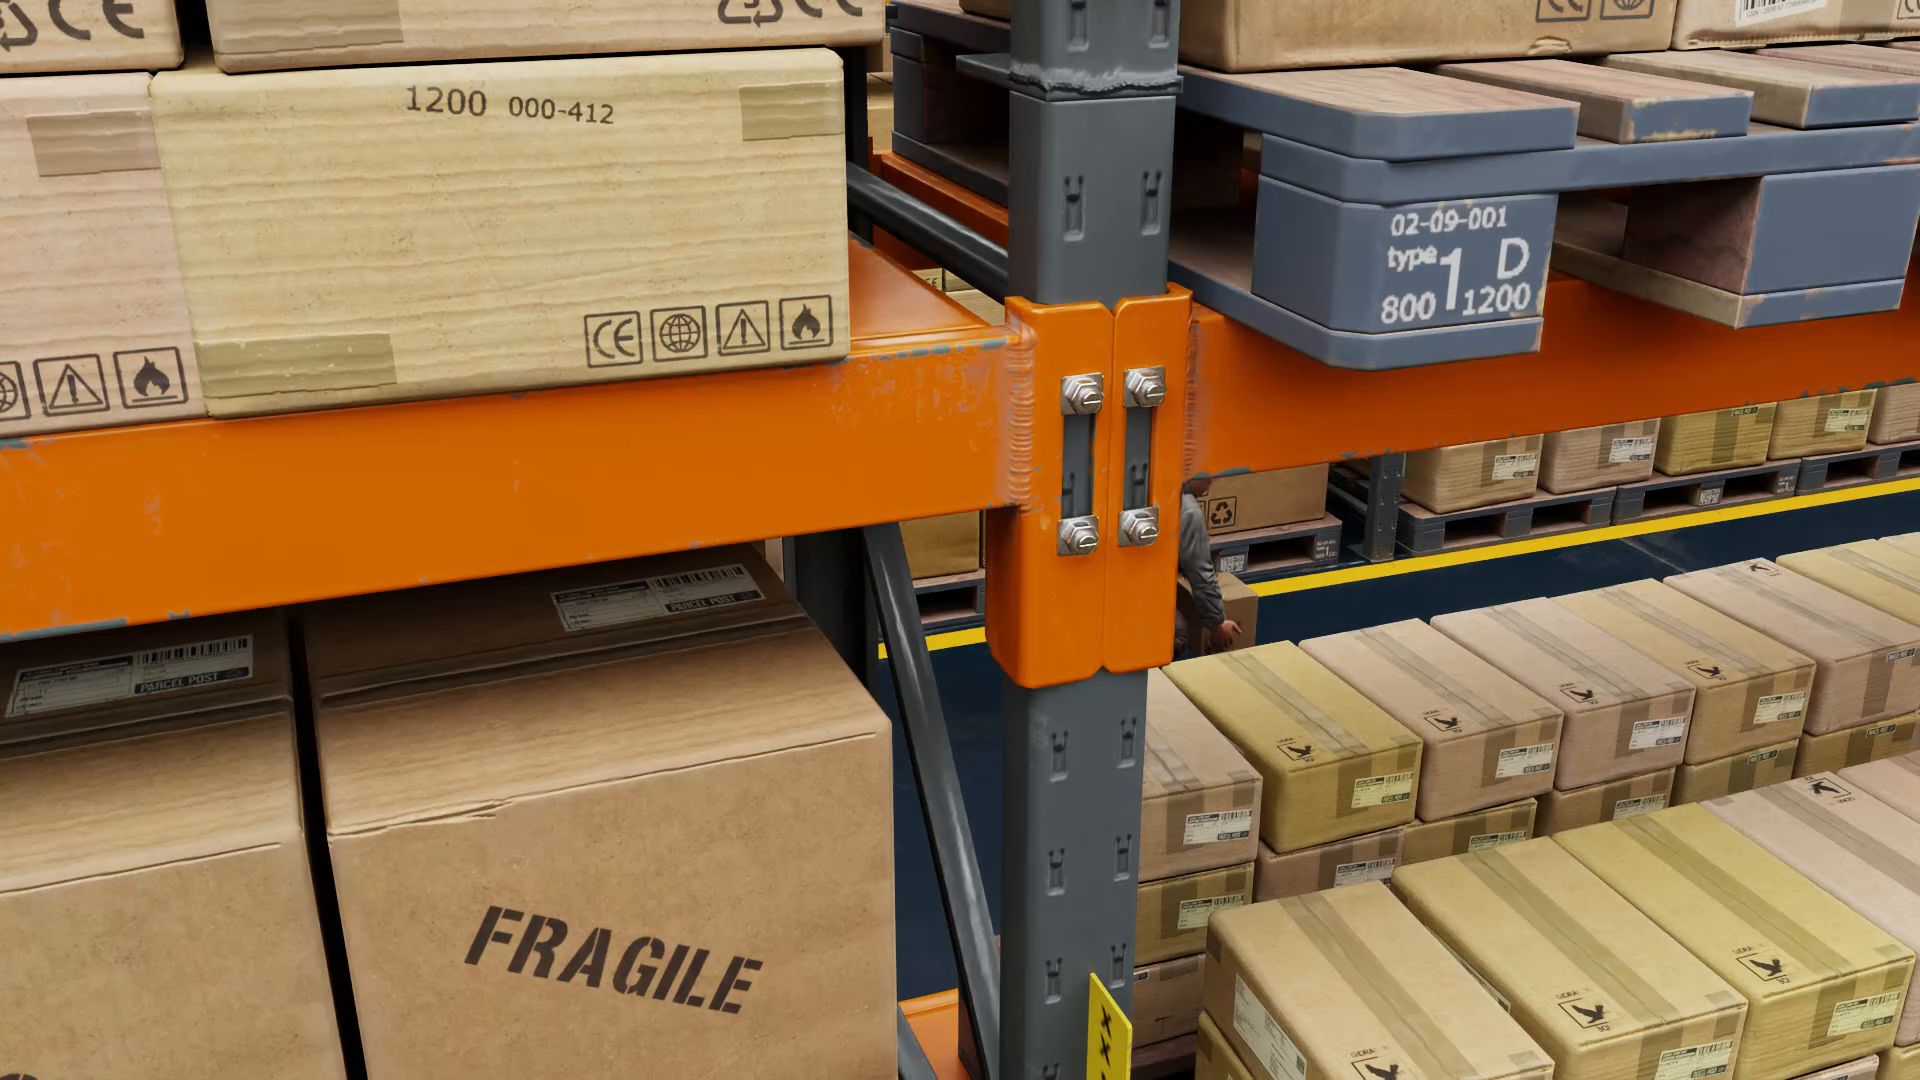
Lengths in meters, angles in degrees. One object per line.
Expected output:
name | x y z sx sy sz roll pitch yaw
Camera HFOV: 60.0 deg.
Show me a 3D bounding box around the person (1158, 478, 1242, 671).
person | 0.669 0.153 6.610 0.829 1.073 0.557 -8 24 -19
